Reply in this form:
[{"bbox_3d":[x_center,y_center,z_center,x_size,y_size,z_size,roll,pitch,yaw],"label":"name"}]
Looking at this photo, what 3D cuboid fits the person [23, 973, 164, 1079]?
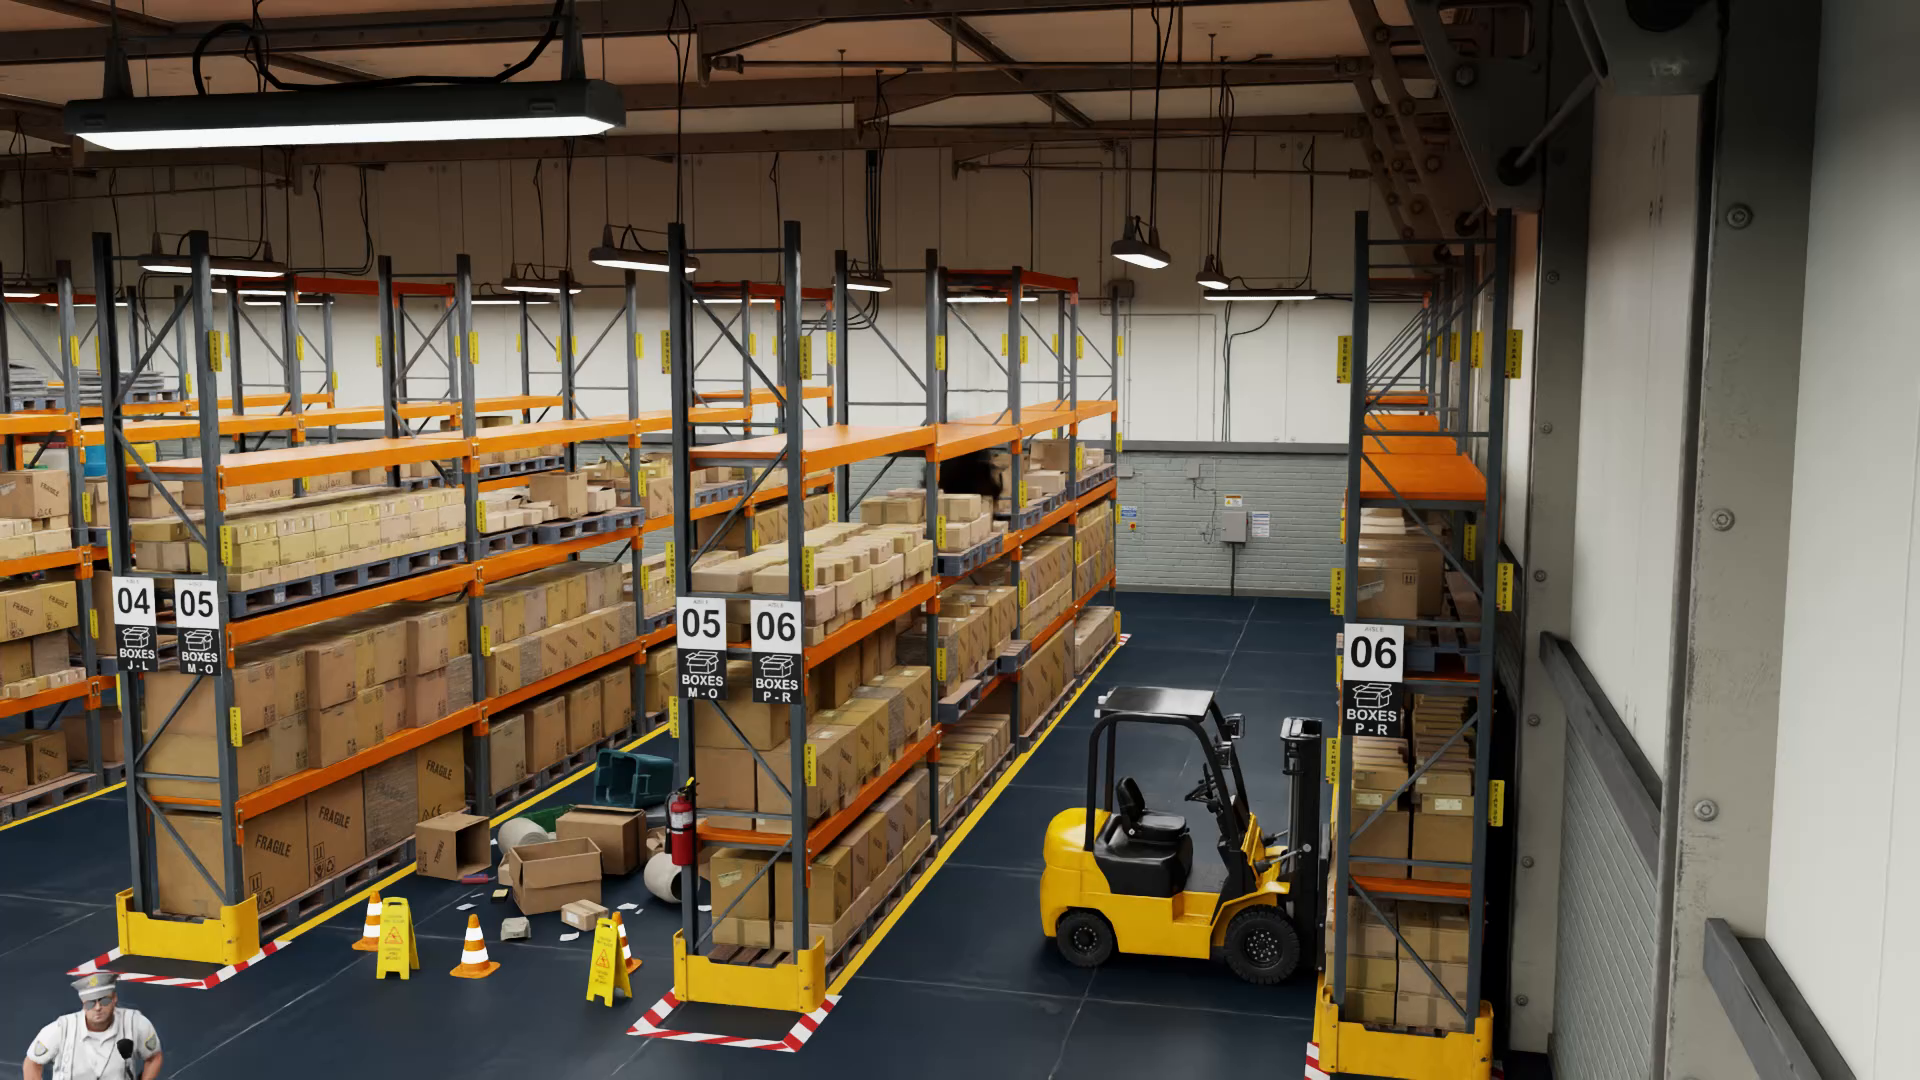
[{"bbox_3d":[-4.833,3.206,9.321,0.692,1.749,0.724,-4,8,-28],"label":"person"}]
